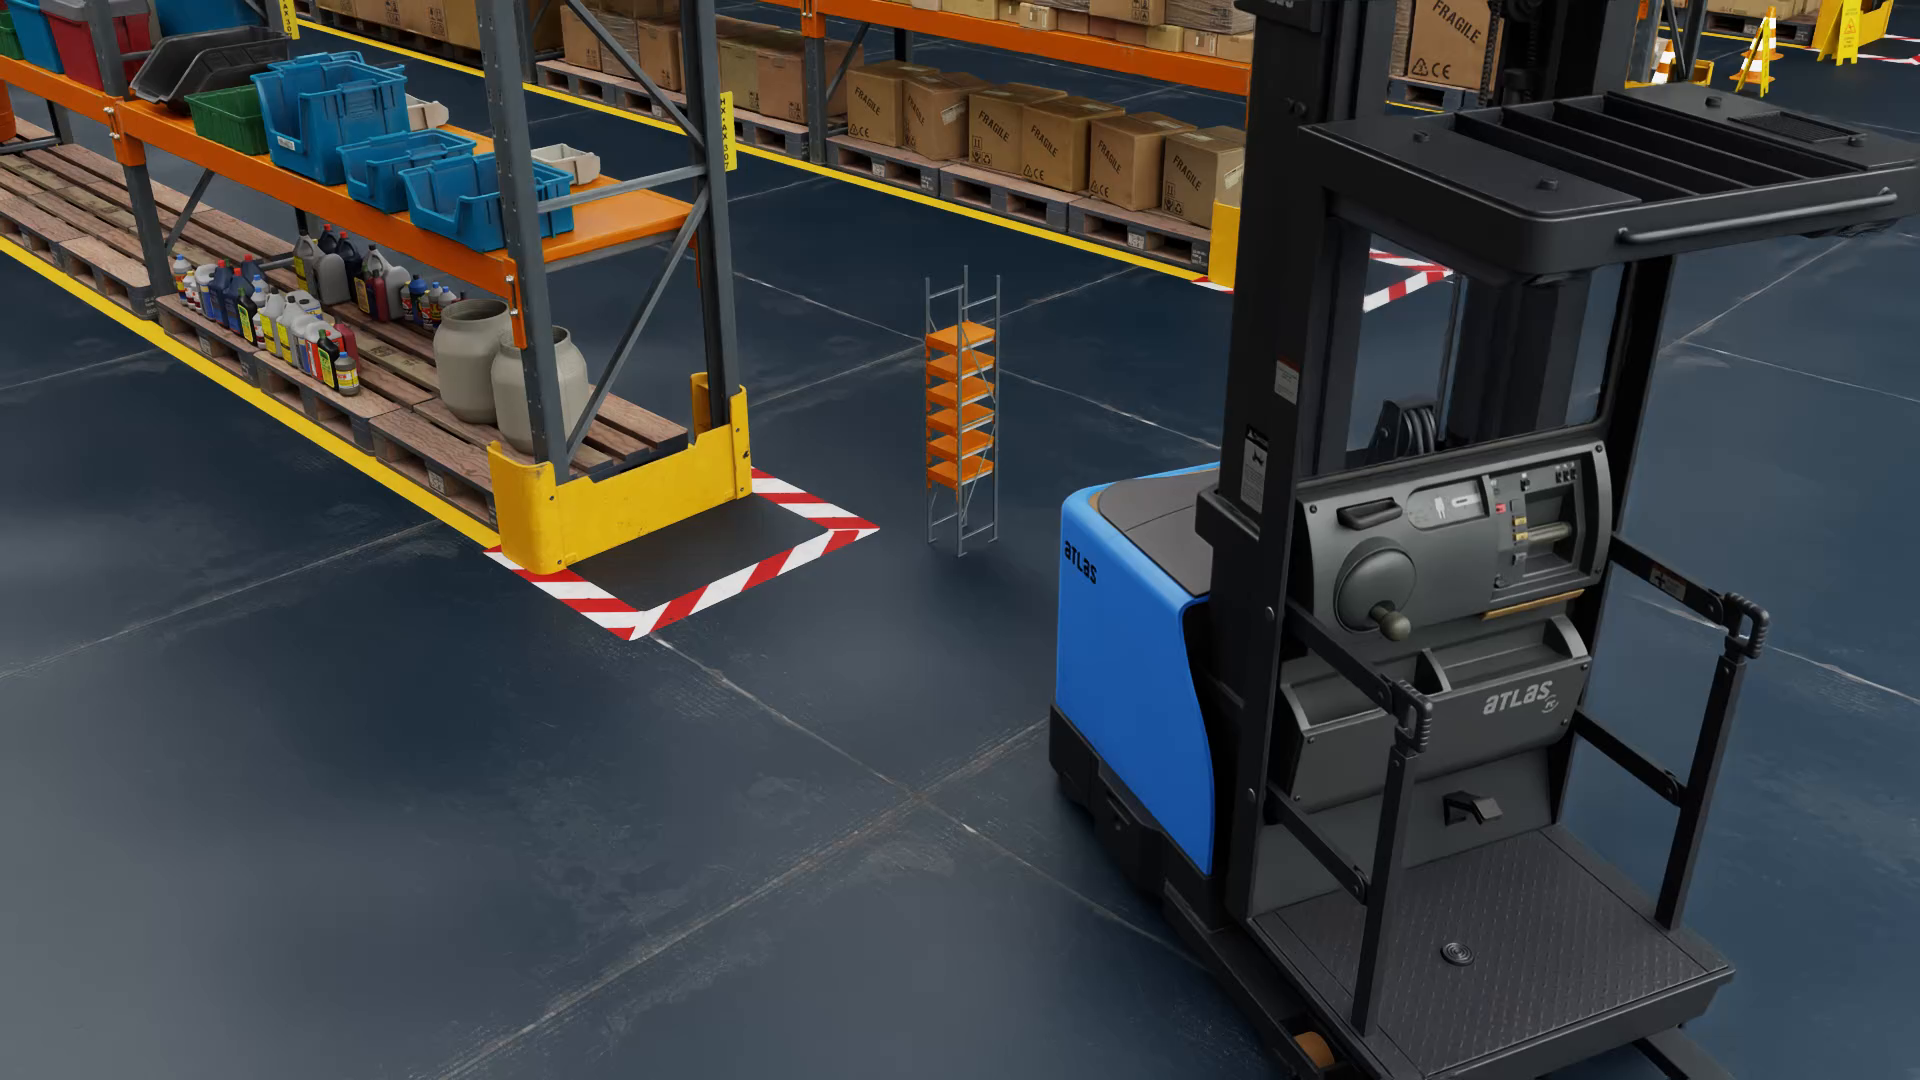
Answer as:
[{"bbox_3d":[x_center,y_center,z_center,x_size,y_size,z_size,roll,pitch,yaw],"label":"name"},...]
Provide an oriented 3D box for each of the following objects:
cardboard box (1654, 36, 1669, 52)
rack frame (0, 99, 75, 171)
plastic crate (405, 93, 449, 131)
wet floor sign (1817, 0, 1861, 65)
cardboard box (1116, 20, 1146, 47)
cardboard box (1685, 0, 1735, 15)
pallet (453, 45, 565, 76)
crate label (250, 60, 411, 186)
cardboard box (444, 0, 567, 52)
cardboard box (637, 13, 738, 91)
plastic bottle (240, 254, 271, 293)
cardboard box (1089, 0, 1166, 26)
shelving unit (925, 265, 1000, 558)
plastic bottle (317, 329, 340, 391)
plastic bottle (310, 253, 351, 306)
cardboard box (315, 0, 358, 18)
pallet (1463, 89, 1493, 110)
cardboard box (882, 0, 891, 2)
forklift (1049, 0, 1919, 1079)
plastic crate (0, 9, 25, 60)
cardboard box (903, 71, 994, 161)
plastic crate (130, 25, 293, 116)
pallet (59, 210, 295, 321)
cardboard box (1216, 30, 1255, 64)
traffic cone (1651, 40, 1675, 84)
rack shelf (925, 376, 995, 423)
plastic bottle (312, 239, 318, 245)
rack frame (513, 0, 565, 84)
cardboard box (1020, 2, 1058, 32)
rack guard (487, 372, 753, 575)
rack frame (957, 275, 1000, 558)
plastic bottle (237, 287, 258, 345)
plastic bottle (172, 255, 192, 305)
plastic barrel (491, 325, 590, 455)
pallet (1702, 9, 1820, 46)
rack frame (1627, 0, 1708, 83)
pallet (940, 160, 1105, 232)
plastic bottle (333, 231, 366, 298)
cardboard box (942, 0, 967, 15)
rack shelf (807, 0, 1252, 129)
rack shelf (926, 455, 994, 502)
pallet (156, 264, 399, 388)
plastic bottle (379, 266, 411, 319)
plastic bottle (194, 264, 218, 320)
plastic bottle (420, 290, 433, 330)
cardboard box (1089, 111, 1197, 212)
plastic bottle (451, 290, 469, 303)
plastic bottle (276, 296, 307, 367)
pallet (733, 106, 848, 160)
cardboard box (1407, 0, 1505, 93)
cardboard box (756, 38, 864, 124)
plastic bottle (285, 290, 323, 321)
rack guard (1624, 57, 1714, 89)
[{"bbox_3d":[6.693,-4.836,16.287,0.380,0.149,0.250,-7,29,-14],"label":"cardboard box"},{"bbox_3d":[-7.081,-4.019,11.669,0.127,3.000,1.000,25,36,38],"label":"rack frame"},{"bbox_3d":[-2.894,-2.151,8.401,0.437,0.136,0.530,25,36,38],"label":"plastic crate"},{"bbox_3d":[8.429,-4.882,15.840,0.267,0.644,0.232,-13,30,-22],"label":"wet floor sign"},{"bbox_3d":[1.188,-3.198,10.379,0.250,0.149,0.380,25,36,38],"label":"cardboard box"},{"bbox_3d":[7.915,-5.656,17.286,0.500,0.250,0.500,25,37,39],"label":"cardboard box"},{"bbox_3d":[-4.118,-4.710,15.981,1.213,0.211,1.003,25,36,38],"label":"pallet"},{"bbox_3d":[-2.879,-1.935,7.668,0.616,0.435,0.502,25,36,38],"label":"crate label"},{"bbox_3d":[-4.086,-5.140,15.633,0.875,0.875,1.225,23,35,36],"label":"cardboard box"},{"bbox_3d":[-2.304,-4.179,14.188,0.700,0.500,0.500,-22,35,-35],"label":"cardboard box"},{"bbox_3d":[-3.843,-1.382,9.030,0.185,0.351,0.144,25,36,38],"label":"plastic bottle"},{"bbox_3d":[1.282,-3.540,10.332,0.500,0.500,0.875,25,36,38],"label":"cardboard box"},{"bbox_3d":[0.010,-0.526,6.962,0.189,1.200,0.258,25,36,38],"label":"shelving unit"},{"bbox_3d":[-3.090,-0.886,8.159,0.061,0.283,0.133,-24,36,-38],"label":"plastic bottle"},{"bbox_3d":[-3.517,-1.468,9.273,0.135,0.276,0.152,25,36,38],"label":"plastic bottle"},{"bbox_3d":[-5.991,-6.011,17.290,0.875,0.875,1.225,25,36,39],"label":"cardboard box"},{"bbox_3d":[5.020,-3.666,13.995,1.213,0.211,1.003,25,36,38],"label":"pallet"},{"bbox_3d":[-0.447,-3.918,11.747,0.250,0.149,0.380,25,36,38],"label":"cardboard box"},{"bbox_3d":[1.353,0.038,4.028,1.130,2.935,3.031,-11,30,-21],"label":"forklift"},{"bbox_3d":[-5.669,-3.094,10.139,0.662,0.188,0.450,25,36,38],"label":"plastic crate"},{"bbox_3d":[-0.086,-3.108,12.173,0.500,0.500,0.500,-13,31,-24],"label":"cardboard box"},{"bbox_3d":[-3.945,-2.473,8.797,0.504,0.338,0.767,25,36,38],"label":"plastic crate"},{"bbox_3d":[-4.816,-1.723,10.299,1.213,0.211,1.003,25,36,38],"label":"pallet"},{"bbox_3d":[1.748,-2.965,9.936,0.250,0.149,0.380,25,36,38],"label":"cardboard box"},{"bbox_3d":[6.262,-4.187,14.715,0.334,0.463,0.336,25,36,38],"label":"traffic cone"},{"bbox_3d":[0.010,-0.593,6.927,0.180,0.103,0.258,25,36,38],"label":"rack shelf"},{"bbox_3d":[-3.752,-1.655,9.708,0.097,0.201,0.097,0,28,0],"label":"plastic bottle"},{"bbox_3d":[-3.609,-5.662,14.795,0.127,3.000,1.000,25,36,38],"label":"rack frame"},{"bbox_3d":[0.604,-3.420,10.801,0.250,0.149,0.380,25,36,38],"label":"cardboard box"},{"bbox_3d":[-1.464,-0.311,7.304,0.348,0.500,1.175,25,36,38],"label":"rack guard"},{"bbox_3d":[0.076,-0.496,6.905,0.006,1.200,0.240,25,36,38],"label":"rack frame"},{"bbox_3d":[-3.721,-1.175,8.708,0.061,0.283,0.133,-23,36,-37],"label":"plastic bottle"},{"bbox_3d":[-4.309,-1.451,9.245,0.097,0.271,0.097,0,28,0],"label":"plastic bottle"},{"bbox_3d":[-1.900,-0.682,7.547,0.421,0.512,0.421,0,28,0],"label":"plastic barrel"},{"bbox_3d":[8.435,-5.408,17.308,1.213,0.211,1.003,25,36,38],"label":"pallet"},{"bbox_3d":[5.645,-4.665,12.899,0.127,3.000,1.000,25,36,38],"label":"rack frame"},{"bbox_3d":[0.621,-2.517,11.811,1.213,0.211,1.003,25,36,38],"label":"pallet"},{"bbox_3d":[-3.431,-1.559,9.365,0.185,0.351,0.144,22,35,36],"label":"plastic bottle"},{"bbox_3d":[0.094,-3.676,11.288,0.250,0.149,0.380,25,36,38],"label":"cardboard box"},{"bbox_3d":[0.669,-3.386,11.240,4.000,0.370,1.077,25,36,38],"label":"rack shelf"},{"bbox_3d":[0.010,-0.275,7.094,0.180,0.103,0.258,25,36,38],"label":"rack shelf"},{"bbox_3d":[-3.780,-1.246,9.393,1.213,0.211,1.003,25,36,38],"label":"pallet"},{"bbox_3d":[-3.088,-1.366,9.078,0.152,0.276,0.135,-25,36,-38],"label":"plastic bottle"},{"bbox_3d":[-4.060,-1.357,9.061,0.152,0.276,0.135,-24,36,-37],"label":"plastic bottle"},{"bbox_3d":[-2.838,-1.236,8.912,0.097,0.201,0.097,0,28,0],"label":"plastic bottle"},{"bbox_3d":[1.212,-2.524,11.062,0.500,0.500,0.500,-15,31,-27],"label":"cardboard box"},{"bbox_3d":[-2.600,-1.176,8.709,0.061,0.283,0.133,-25,36,-38],"label":"plastic bottle"},{"bbox_3d":[-3.374,-1.074,8.442,0.144,0.351,0.185,-24,36,-37],"label":"plastic bottle"},{"bbox_3d":[-1.313,-3.376,13.444,1.213,0.211,1.003,25,36,38],"label":"pallet"},{"bbox_3d":[4.486,-4.396,14.219,0.875,0.875,0.875,24,36,38],"label":"cardboard box"},{"bbox_3d":[-1.179,-3.653,13.187,0.500,0.500,0.700,21,34,35],"label":"cardboard box"},{"bbox_3d":[-3.421,-1.159,8.684,0.135,0.276,0.152,25,36,38],"label":"plastic bottle"},{"bbox_3d":[5.662,-3.551,13.466,0.348,0.500,1.175,25,36,38],"label":"rack guard"}]
